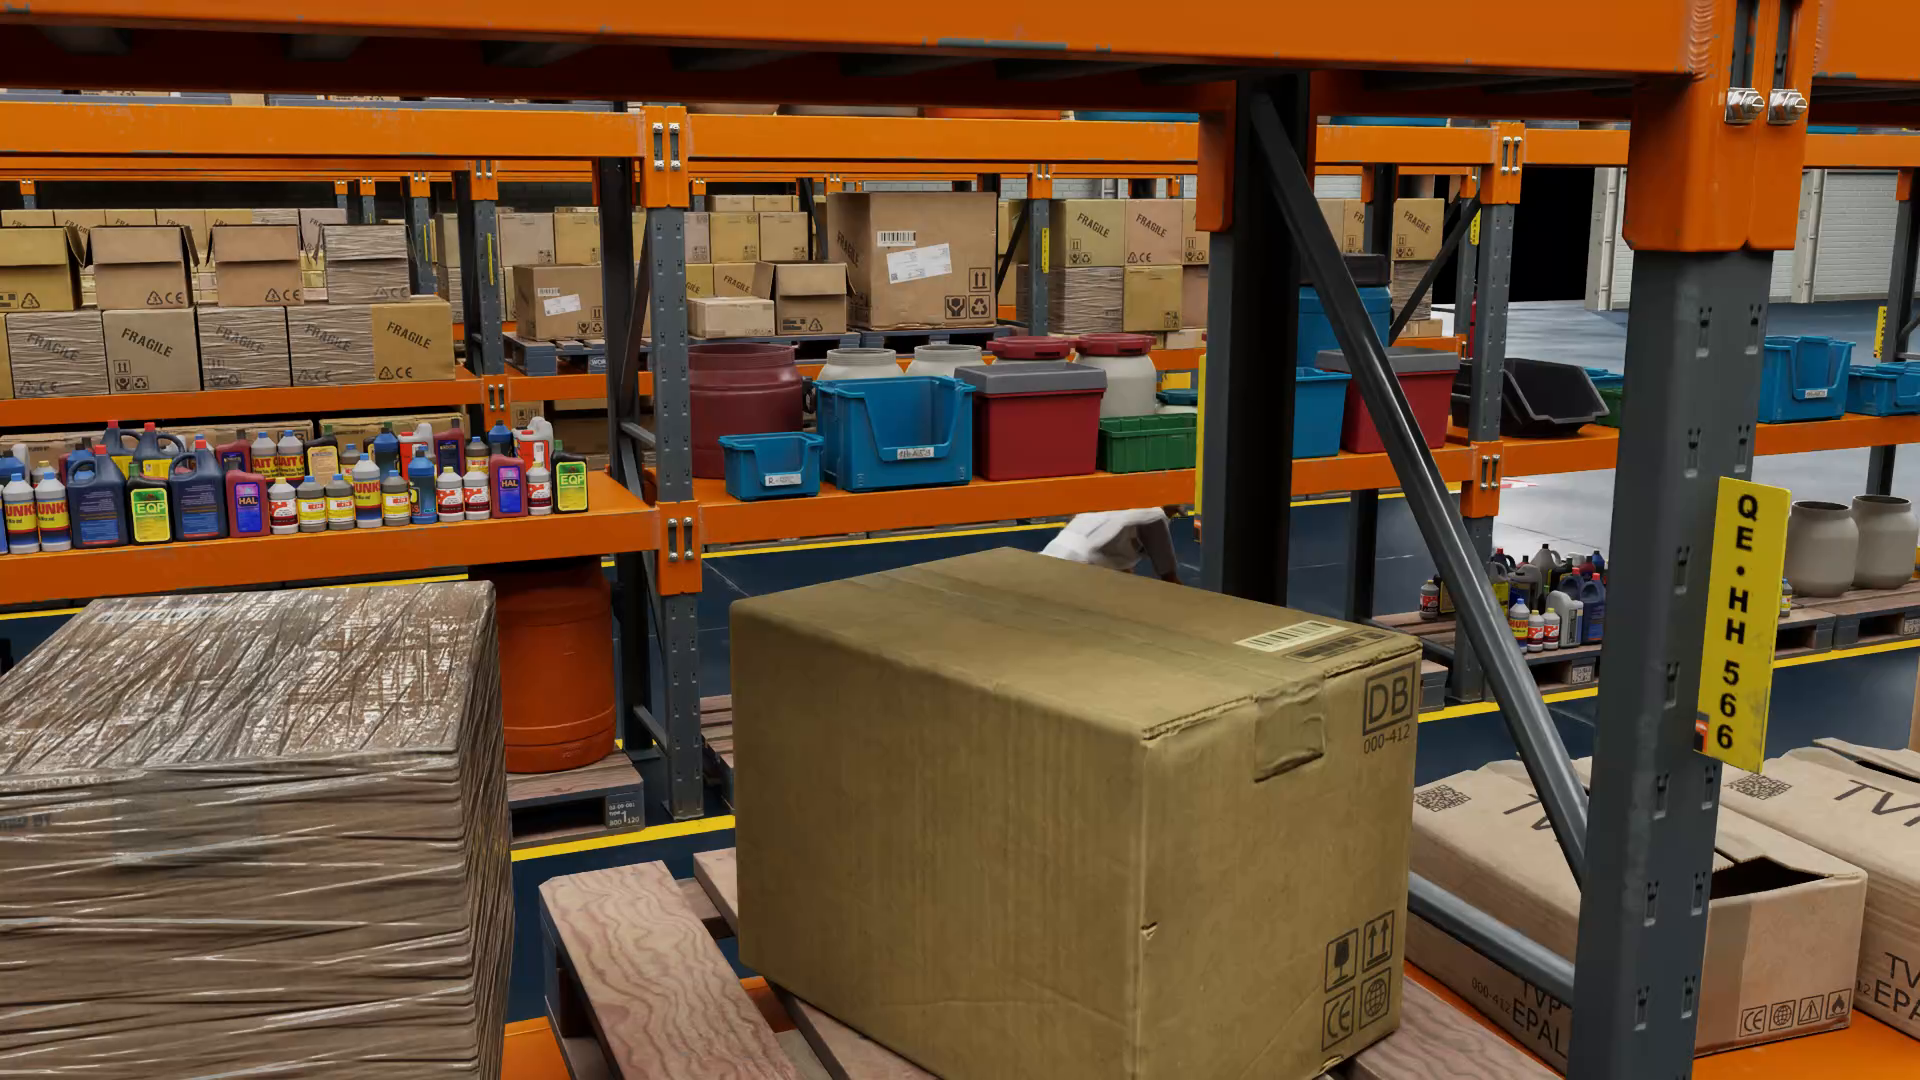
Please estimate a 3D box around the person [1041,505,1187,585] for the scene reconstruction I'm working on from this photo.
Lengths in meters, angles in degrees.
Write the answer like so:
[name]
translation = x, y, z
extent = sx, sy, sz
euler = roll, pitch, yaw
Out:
[person]
translation = 0.801, 0.205, 8.695
extent = 0.888, 1.061, 0.580
euler = -5, 13, -23
